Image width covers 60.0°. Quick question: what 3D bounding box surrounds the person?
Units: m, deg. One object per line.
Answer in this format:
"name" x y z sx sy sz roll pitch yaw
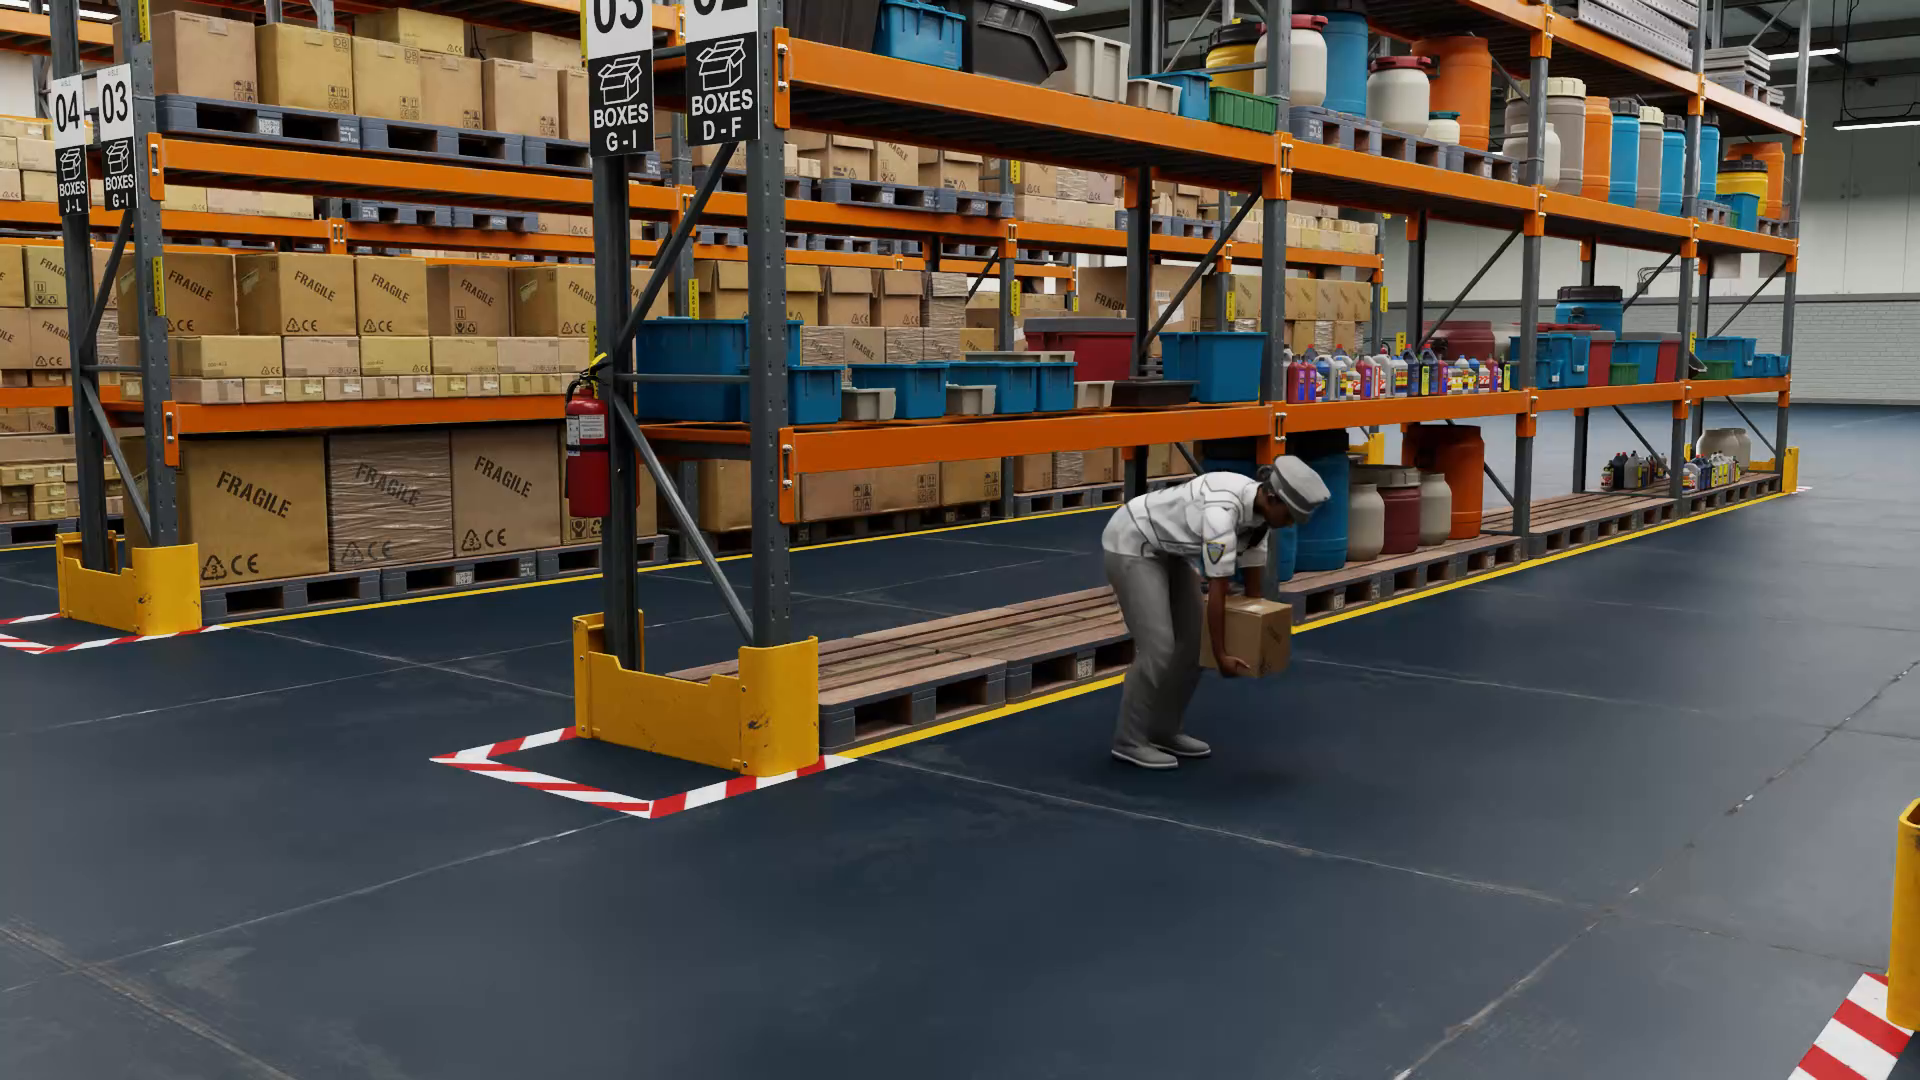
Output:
"person" 0.983 0.280 6.458 0.920 1.238 0.417 5 8 37
